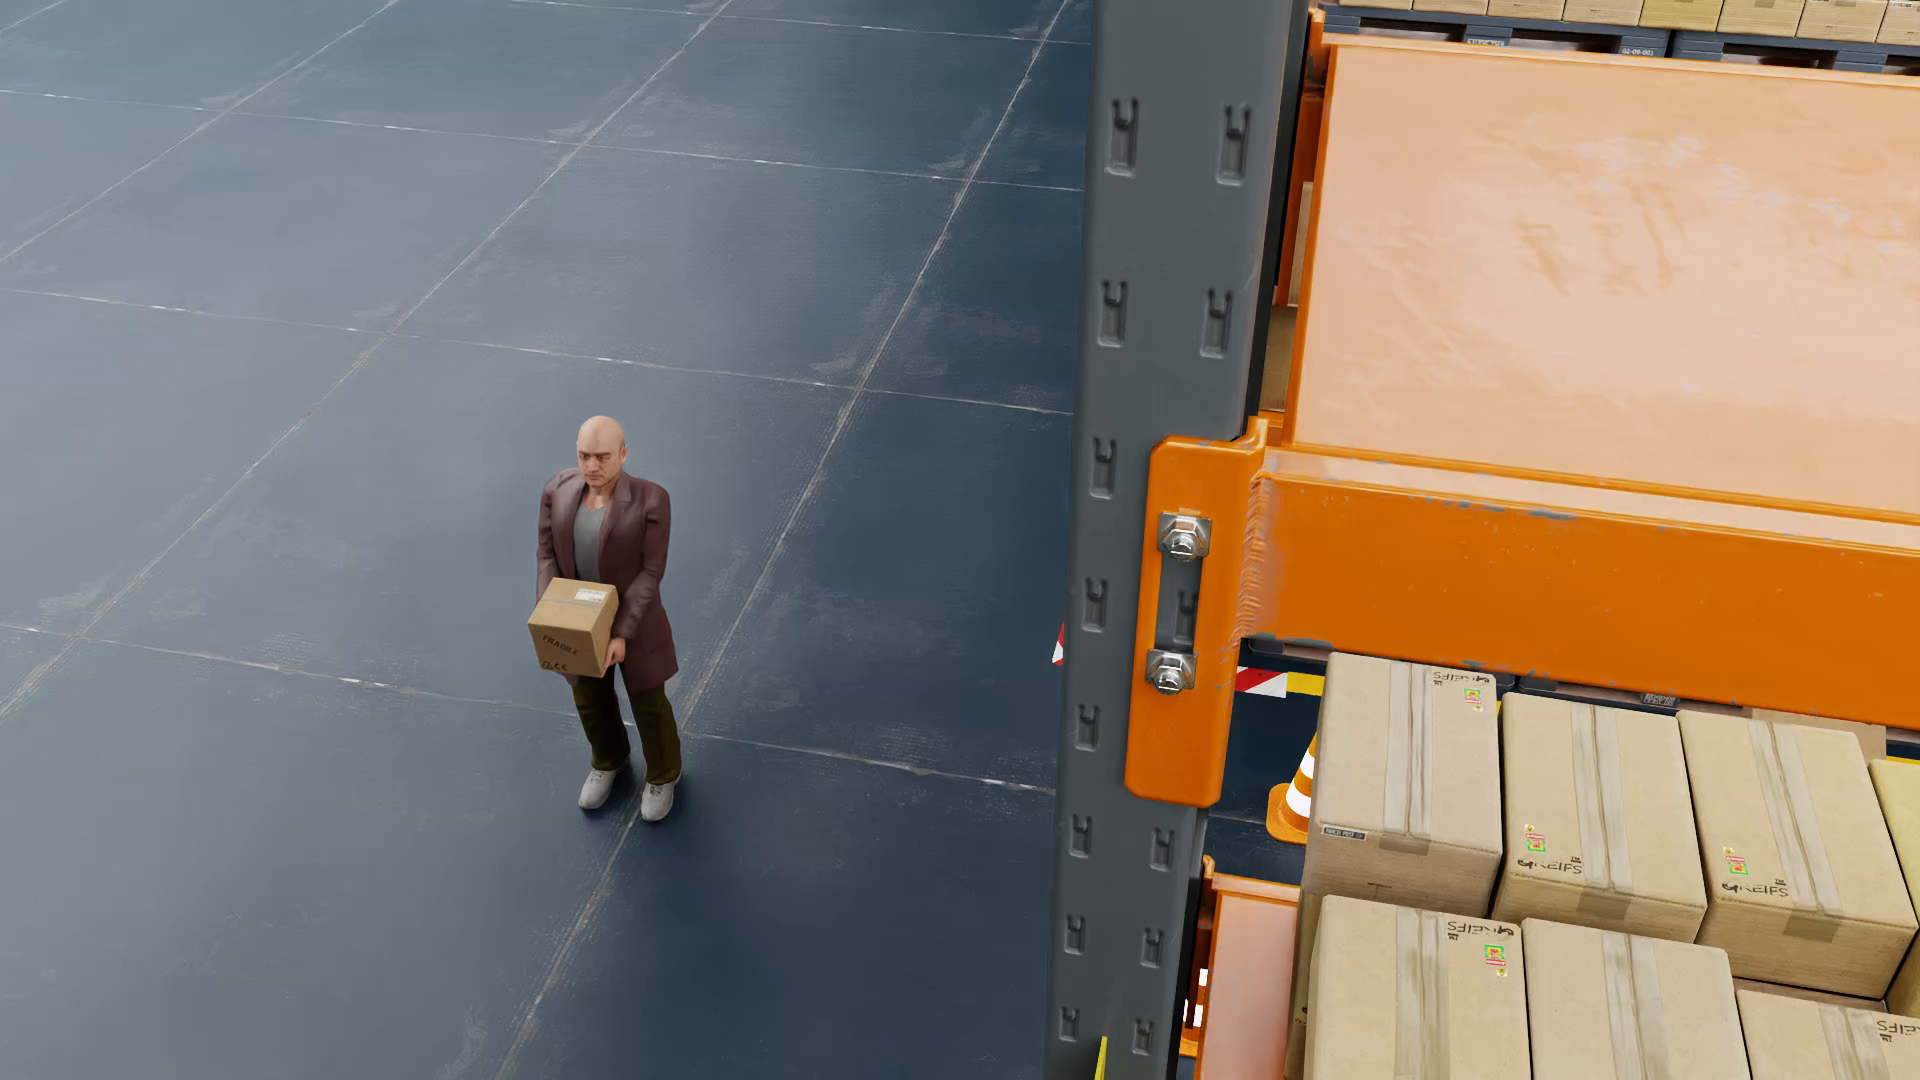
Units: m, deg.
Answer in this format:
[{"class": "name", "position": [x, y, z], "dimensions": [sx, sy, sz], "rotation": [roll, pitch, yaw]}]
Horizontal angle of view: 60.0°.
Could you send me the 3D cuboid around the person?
[{"class": "person", "position": [-1.372, 0.433, 6.568], "dimensions": [0.529, 1.559, 0.468], "rotation": [7, 37, 10]}]
